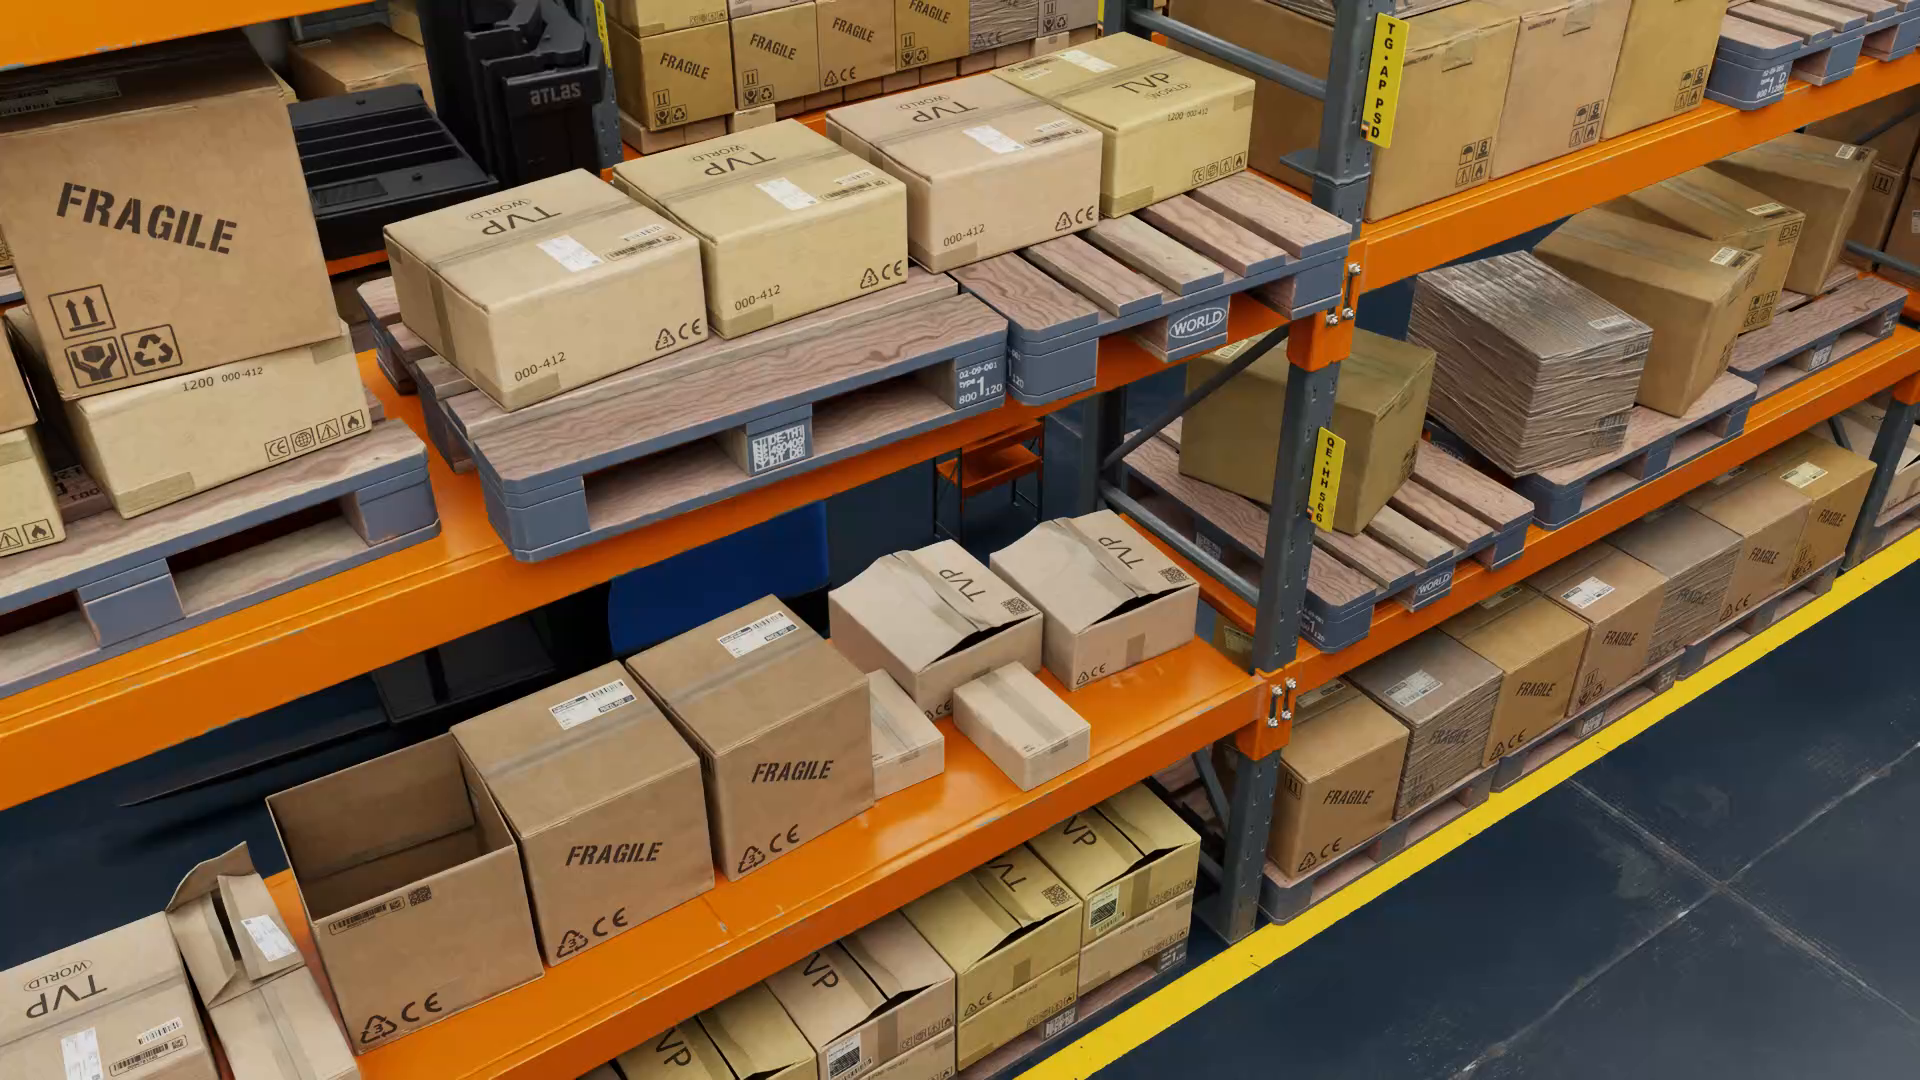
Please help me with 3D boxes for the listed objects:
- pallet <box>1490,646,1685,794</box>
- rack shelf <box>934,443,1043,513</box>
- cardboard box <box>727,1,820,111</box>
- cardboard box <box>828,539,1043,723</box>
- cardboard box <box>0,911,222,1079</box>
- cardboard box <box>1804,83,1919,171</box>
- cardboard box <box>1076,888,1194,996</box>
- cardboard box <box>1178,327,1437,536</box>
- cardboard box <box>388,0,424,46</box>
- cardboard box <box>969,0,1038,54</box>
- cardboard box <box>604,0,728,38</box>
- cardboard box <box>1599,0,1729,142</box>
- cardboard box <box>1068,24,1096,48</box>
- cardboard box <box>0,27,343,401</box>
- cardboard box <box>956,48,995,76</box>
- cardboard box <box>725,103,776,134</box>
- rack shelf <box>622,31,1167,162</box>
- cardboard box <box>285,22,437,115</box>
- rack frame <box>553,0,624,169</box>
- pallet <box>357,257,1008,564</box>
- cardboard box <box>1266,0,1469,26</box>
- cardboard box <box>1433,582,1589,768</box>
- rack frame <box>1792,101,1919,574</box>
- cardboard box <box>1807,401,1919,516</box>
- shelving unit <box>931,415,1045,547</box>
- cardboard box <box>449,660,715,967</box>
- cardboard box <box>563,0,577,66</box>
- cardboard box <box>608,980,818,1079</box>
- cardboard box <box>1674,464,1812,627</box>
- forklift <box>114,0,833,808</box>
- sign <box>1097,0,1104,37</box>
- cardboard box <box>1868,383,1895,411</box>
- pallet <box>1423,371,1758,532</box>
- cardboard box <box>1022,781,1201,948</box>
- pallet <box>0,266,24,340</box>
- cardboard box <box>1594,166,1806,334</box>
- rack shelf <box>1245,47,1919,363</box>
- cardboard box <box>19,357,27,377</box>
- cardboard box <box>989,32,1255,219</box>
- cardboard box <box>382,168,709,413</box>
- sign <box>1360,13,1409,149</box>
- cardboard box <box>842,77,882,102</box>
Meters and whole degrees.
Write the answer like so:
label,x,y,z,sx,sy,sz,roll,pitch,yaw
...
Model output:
label,x,y,z,sx,sy,sz,roll,pitch,yaw
pallet,2.390,0.521,7.345,1.213,0.211,1.003,-22,41,-28
rack shelf,0.135,-0.327,8.132,0.480,0.148,0.258,-22,41,-28
cardboard box,-1.117,-2.715,9.099,0.500,0.500,0.500,-21,41,-26
cardboard box,-0.081,0.275,5.375,0.500,0.311,0.500,-23,42,-28
cardboard box,-2.130,1.250,4.071,0.500,0.250,0.500,-20,40,-25
cardboard box,4.296,-2.055,7.597,0.500,0.500,0.500,-22,41,-28
cardboard box,0.472,1.269,5.911,0.500,0.250,0.500,-21,41,-27
cardboard box,1.212,-0.446,5.856,0.700,0.500,0.500,23,41,28
cardboard box,-2.614,-2.570,8.236,0.250,0.149,0.380,-30,45,-35
cardboard box,0.116,-3.231,9.816,0.500,0.500,0.500,-22,41,-28
cardboard box,-1.552,-2.846,8.638,0.500,0.250,0.500,-21,41,-27
cardboard box,1.941,-1.737,5.442,0.500,0.500,0.910,-22,41,-28
cardboard box,0.631,-3.174,10.292,0.250,0.149,0.380,-21,41,-27
cardboard box,-1.529,-0.647,3.139,0.500,0.500,0.500,-18,40,-24
cardboard box,-0.002,-2.929,9.952,0.250,0.149,0.380,-24,42,-29
cardboard box,-1.215,-2.369,9.172,0.250,0.149,0.380,-21,41,-27
rack shelf,-0.460,-2.713,10.070,4.000,0.370,1.077,-22,41,-28
cardboard box,-2.914,-2.188,8.261,0.500,0.500,0.700,-27,43,-32
rack frame,-2.095,-2.333,8.924,0.127,3.000,1.000,-22,41,-28
pallet,-0.654,-0.462,3.917,1.213,0.211,1.003,-20,40,-26
cardboard box,1.122,-1.778,4.642,0.500,0.500,0.500,-22,41,-28
cardboard box,2.136,0.505,6.743,0.500,0.500,0.500,-23,42,-28
rack frame,4.032,-1.315,7.510,0.127,3.000,1.000,-22,41,-28
cardboard box,4.499,-0.440,8.219,0.500,0.311,0.500,-22,41,-28
shelving unit,0.135,-0.543,7.977,0.503,1.200,0.258,-22,41,-28
cardboard box,-1.030,0.739,4.568,0.500,0.500,0.500,-22,41,-28
cardboard box,-1.861,-2.787,9.199,0.500,0.500,0.500,-22,41,-28
cardboard box,-0.770,1.556,5.033,0.500,0.311,0.500,-21,41,-27
cardboard box,3.384,-0.014,7.465,0.500,0.500,0.500,-22,41,-28
forklift,-2.112,-0.580,6.546,3.031,2.935,1.130,-18,40,-24
sign,0.451,-1.657,4.973,0.005,0.325,0.100,-22,41,-28
cardboard box,4.947,-0.982,8.972,0.500,0.311,0.500,-22,41,-28
pallet,2.349,-0.548,6.608,1.213,0.211,1.003,-22,41,-28
cardboard box,0.476,1.042,5.747,0.500,0.311,0.500,-21,41,-27
pallet,-4.656,-1.097,7.371,1.213,0.211,1.003,-22,41,-28
cardboard box,2.990,-1.212,6.921,0.500,0.500,0.700,-16,39,-21
rack shelf,2.397,-1.568,5.909,4.000,0.370,1.077,-22,41,-28
cardboard box,-4.414,-0.861,8.000,0.500,0.250,0.500,-23,42,-29
cardboard box,0.424,-1.118,4.435,0.500,0.250,0.500,-26,43,-31
cardboard box,-0.909,-0.566,3.667,0.500,0.250,0.500,-26,43,-32
sign,1.075,-1.162,4.217,0.005,0.325,0.100,-22,41,-28
cardboard box,-0.657,-2.685,9.613,0.250,0.149,0.380,-22,41,-27
